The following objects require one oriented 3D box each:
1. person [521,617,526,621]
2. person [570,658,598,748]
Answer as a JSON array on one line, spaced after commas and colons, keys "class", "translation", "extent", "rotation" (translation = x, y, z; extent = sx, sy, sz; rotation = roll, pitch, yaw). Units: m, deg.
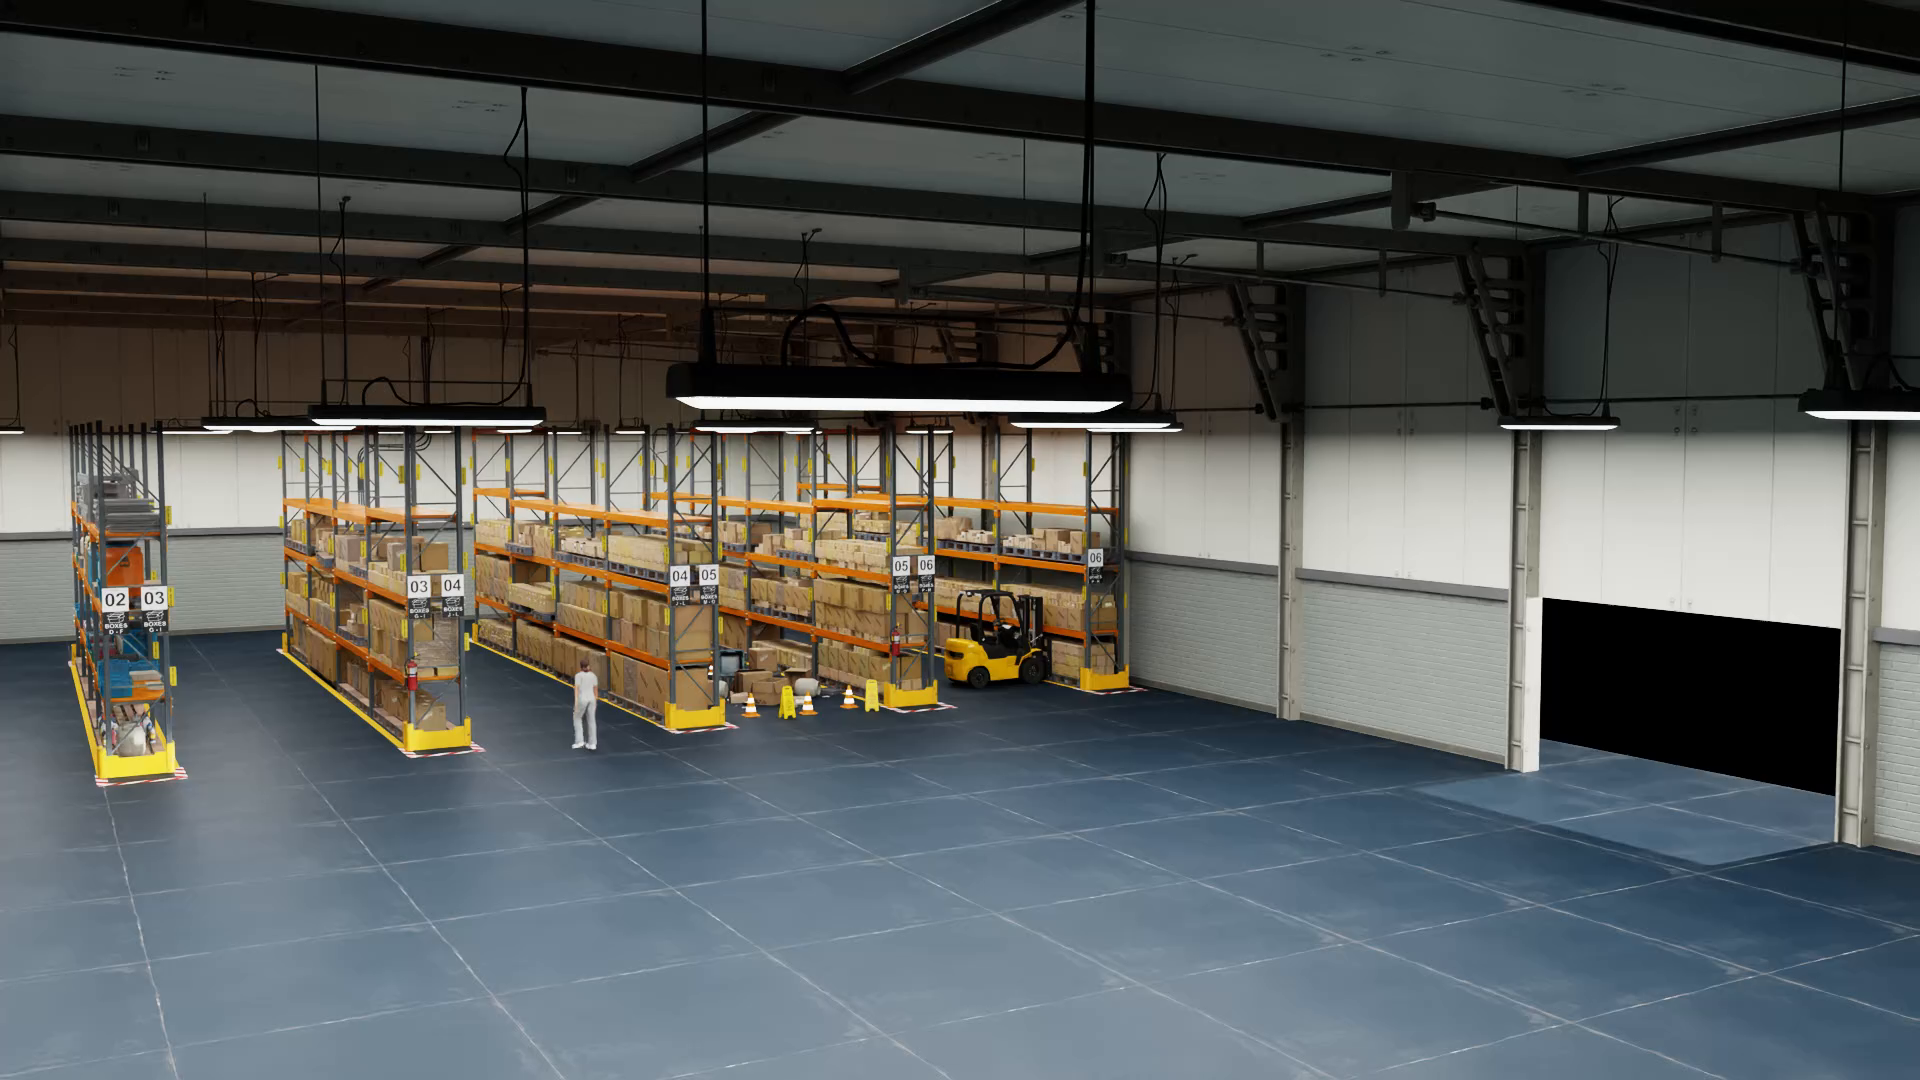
[{"class": "person", "translation": [-12.975, 1.811, 49.814], "extent": [0.567, 1.693, 1.013], "rotation": [3, 5, 40]}, {"class": "person", "translation": [-6.873, 3.025, 30.561], "extent": [0.497, 1.708, 0.606], "rotation": [-3, 5, -40]}]
